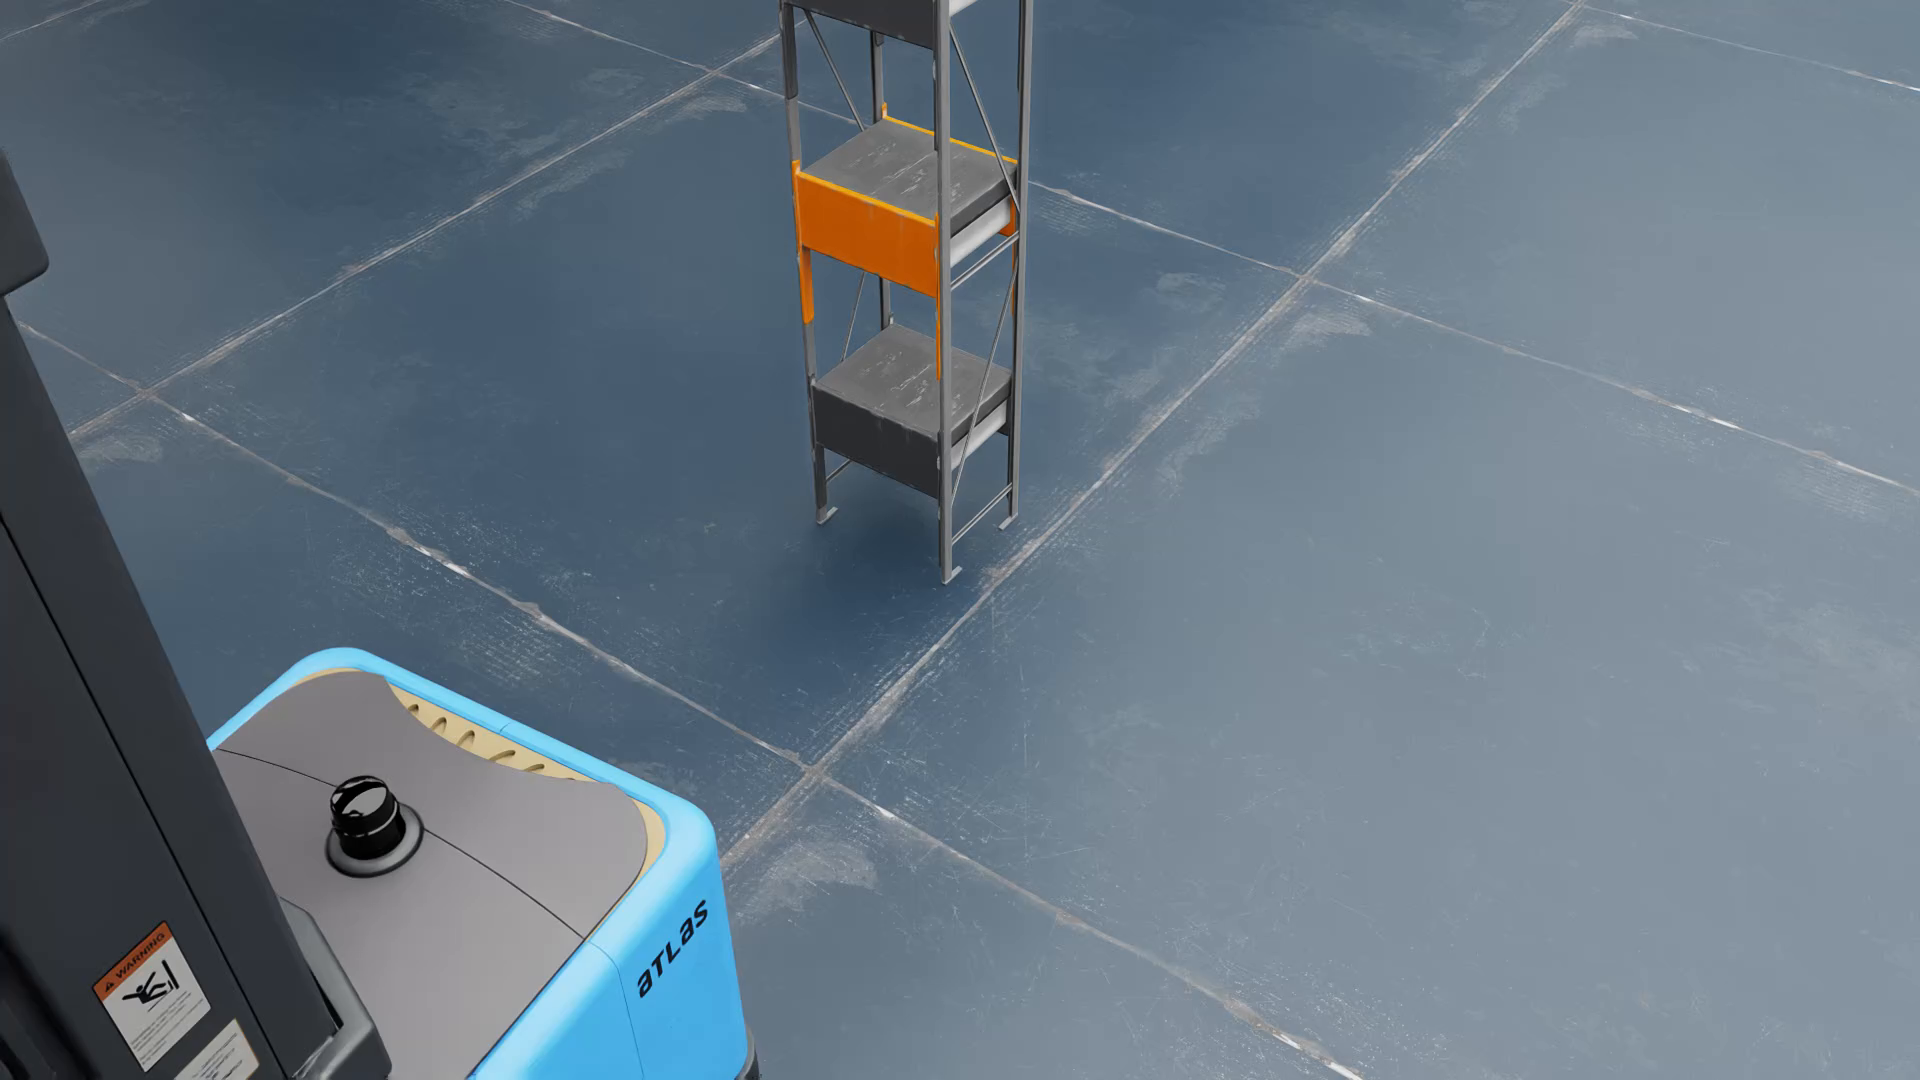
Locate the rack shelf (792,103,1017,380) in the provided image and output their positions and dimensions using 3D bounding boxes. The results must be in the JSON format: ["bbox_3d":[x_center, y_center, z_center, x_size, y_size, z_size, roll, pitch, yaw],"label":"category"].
[{"bbox_3d":[-0.136,-0.836,4.630,0.480,0.518,0.431,25,48,25],"label":"rack shelf"}]

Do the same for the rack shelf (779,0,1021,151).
[{"bbox_3d":[-0.136,-1.357,4.163,0.480,0.518,0.431,25,48,25],"label":"rack shelf"}]

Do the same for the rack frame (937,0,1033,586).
[{"bbox_3d":[0.064,-0.752,4.516,0.015,2.100,0.400,25,48,25],"label":"rack frame"}]

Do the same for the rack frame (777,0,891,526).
[{"bbox_3d":[-0.335,-0.939,4.725,0.015,2.100,0.400,25,48,25],"label":"rack frame"}]

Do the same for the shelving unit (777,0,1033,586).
[{"bbox_3d":[-0.136,-0.846,4.621,0.503,2.100,0.431,25,48,25],"label":"shelving unit"}]

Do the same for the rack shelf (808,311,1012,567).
[{"bbox_3d":[-0.136,-0.314,5.097,0.480,0.518,0.431,25,48,25],"label":"rack shelf"}]

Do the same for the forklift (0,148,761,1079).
[{"bbox_3d":[-1.593,0.921,2.023,1.130,2.935,3.031,20,46,21],"label":"forklift"}]
